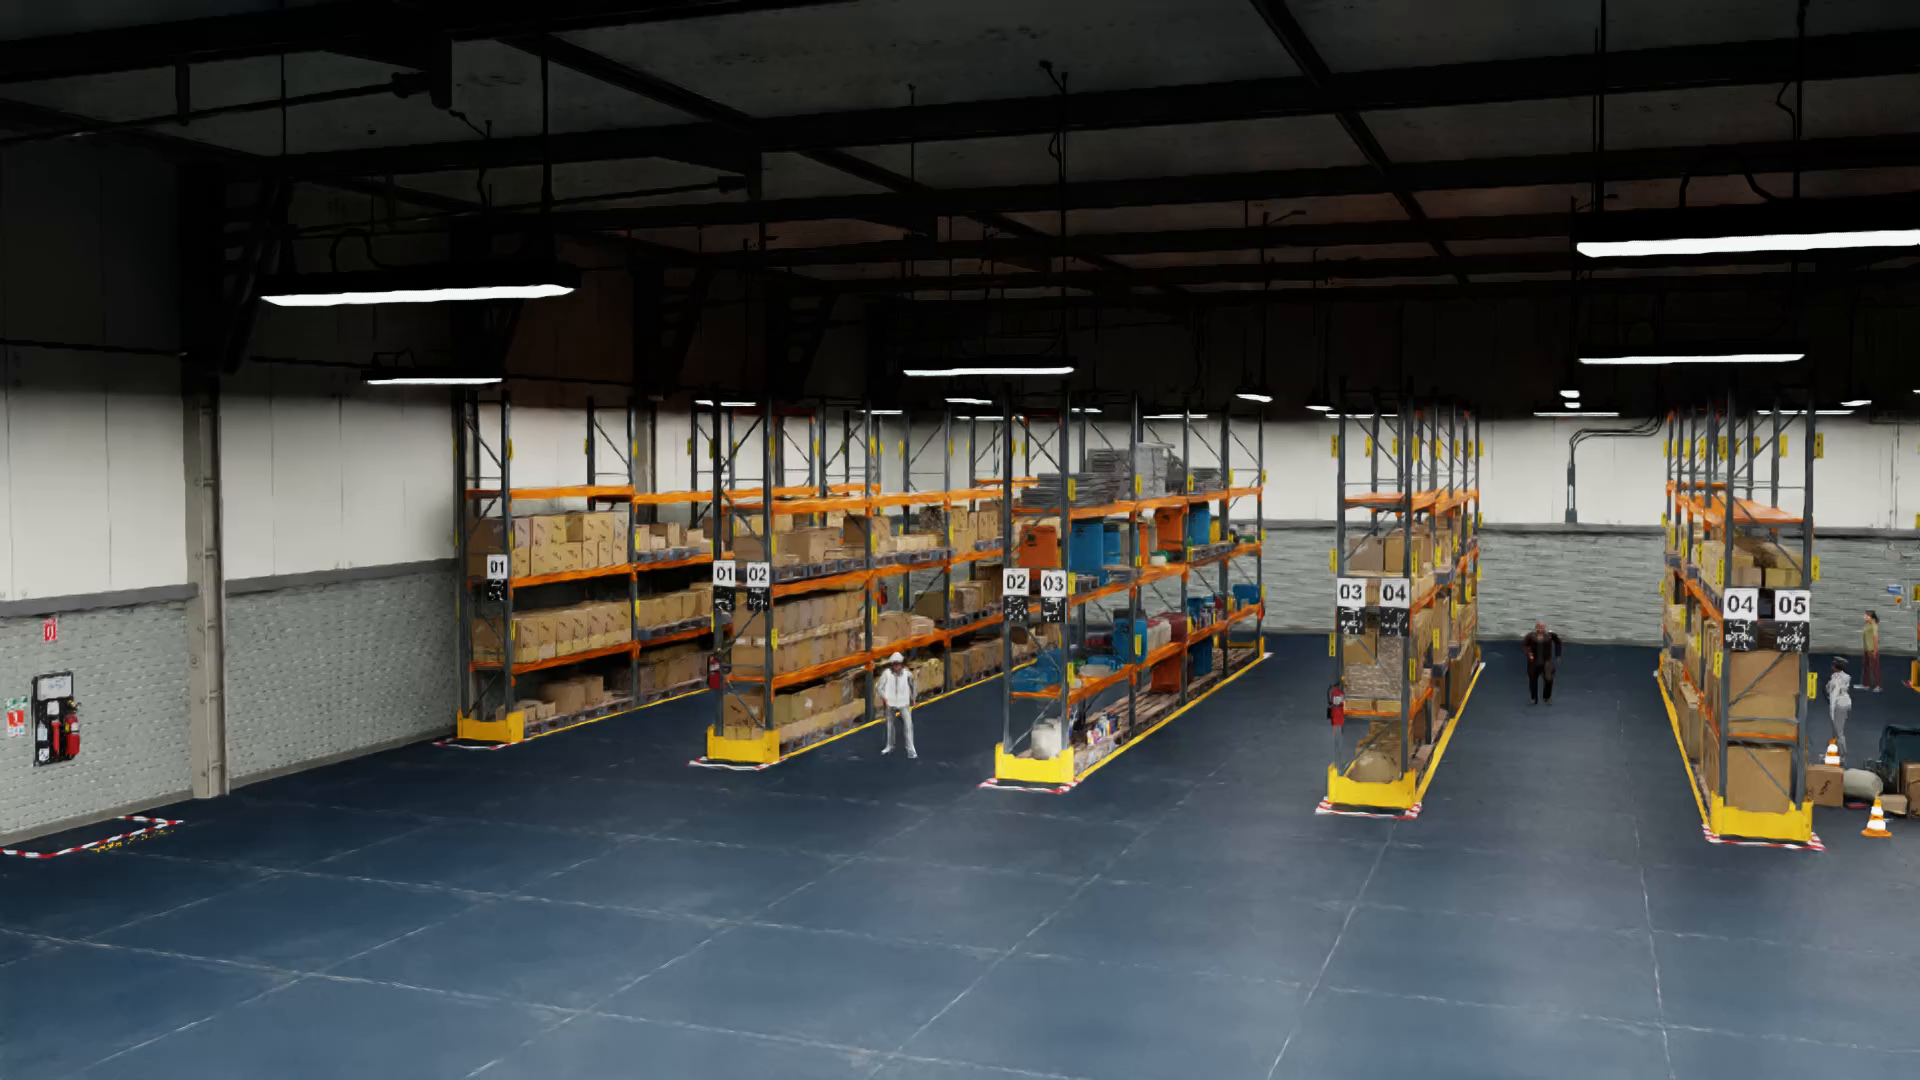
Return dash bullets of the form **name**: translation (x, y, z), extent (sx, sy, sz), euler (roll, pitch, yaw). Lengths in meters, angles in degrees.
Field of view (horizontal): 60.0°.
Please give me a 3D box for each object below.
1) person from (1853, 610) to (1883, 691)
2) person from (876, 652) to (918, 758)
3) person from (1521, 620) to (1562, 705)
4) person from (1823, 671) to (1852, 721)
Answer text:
- **person**: translation (18.773, 2.270, 34.293), extent (0.471, 1.672, 0.560), euler (1, 3, 14)
- **person**: translation (-1.004, 2.652, 26.981), extent (0.689, 1.712, 0.801), euler (0, 3, 2)
- **person**: translation (11.265, 2.380, 32.246), extent (0.718, 1.704, 0.845), euler (1, 3, 25)
- **person**: translation (13.981, 2.471, 26.482), extent (0.524, 0.780, 0.347), euler (-2, 4, -38)
